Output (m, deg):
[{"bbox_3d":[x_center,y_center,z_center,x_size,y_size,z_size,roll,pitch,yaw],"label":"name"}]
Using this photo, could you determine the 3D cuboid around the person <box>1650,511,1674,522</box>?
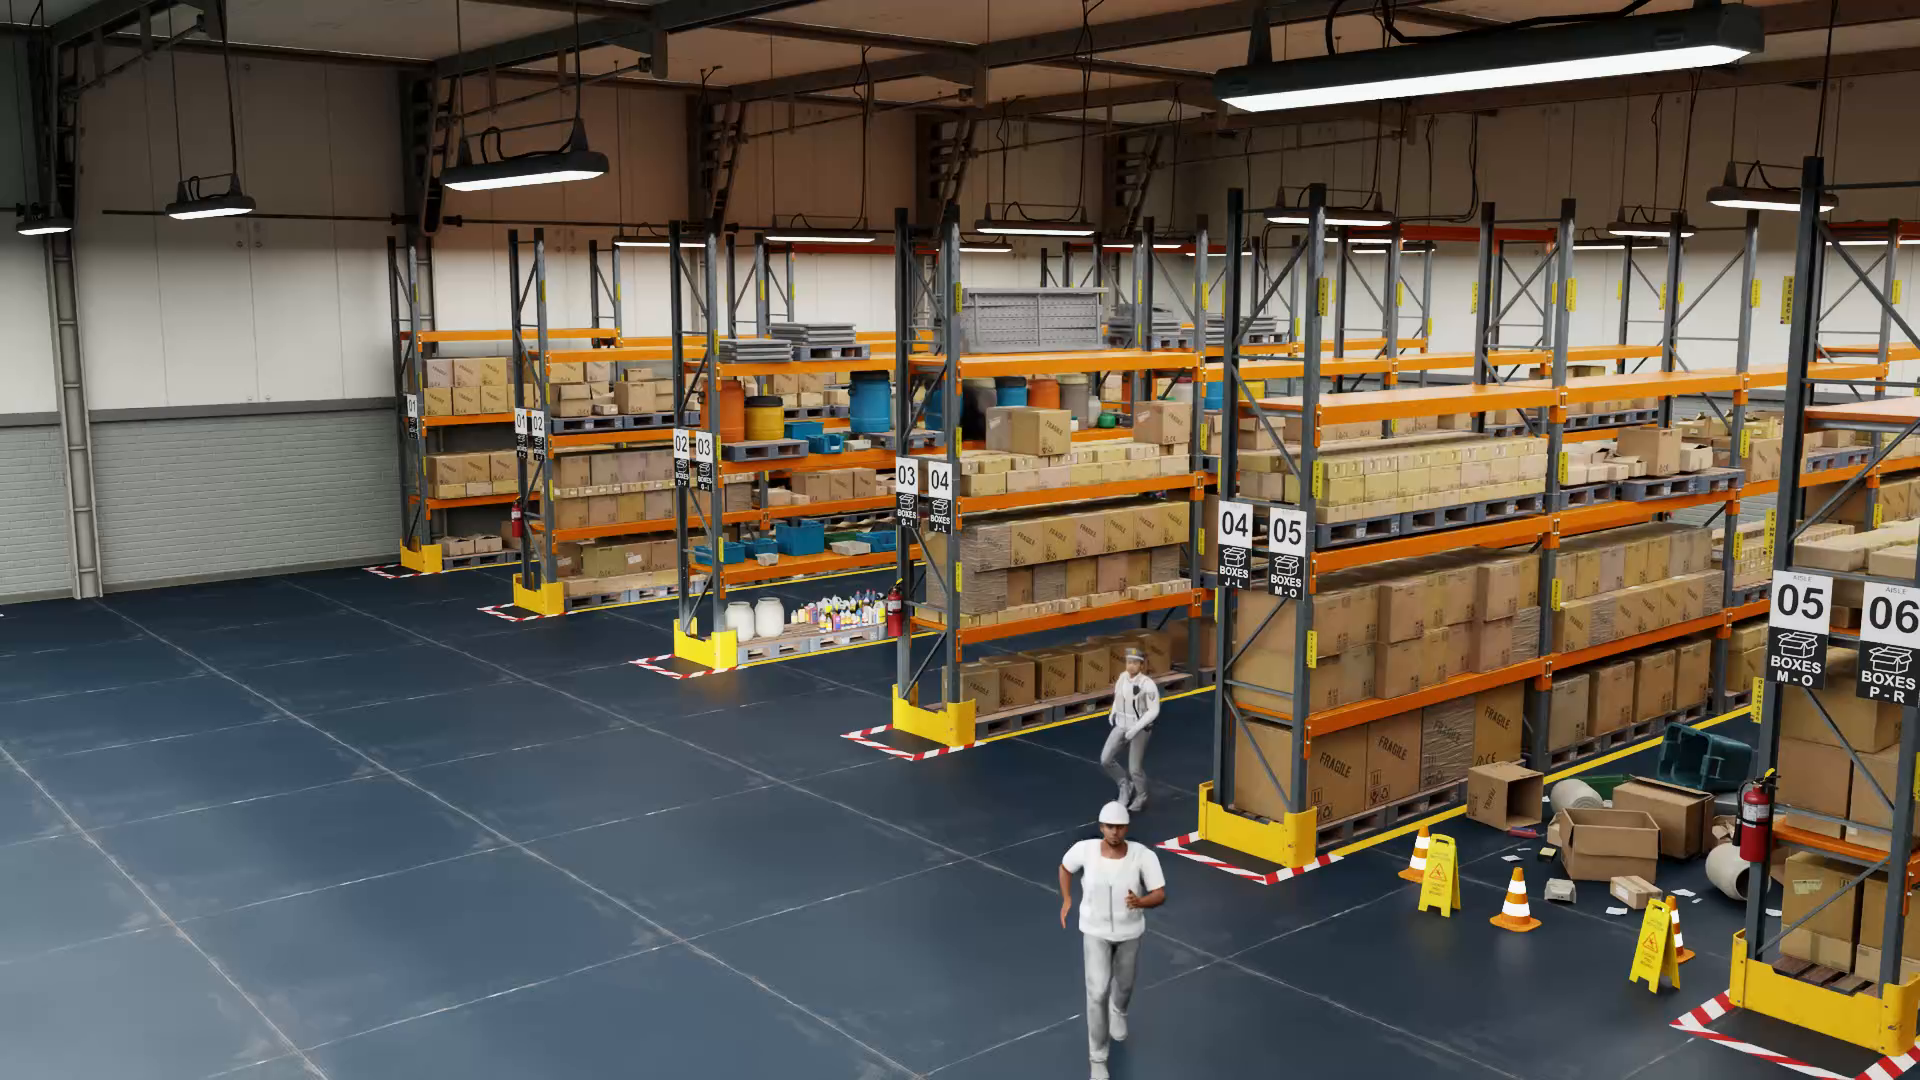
[{"bbox_3d":[12.694,-0.322,30.445,0.692,1.680,0.680,-4,10,-23],"label":"person"}]

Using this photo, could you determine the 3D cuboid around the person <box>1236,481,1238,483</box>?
[{"bbox_3d":[5.605,-0.949,34.332,0.741,1.722,0.798,7,11,39],"label":"person"}]

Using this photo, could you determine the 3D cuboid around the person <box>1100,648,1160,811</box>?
[{"bbox_3d":[1.657,1.856,16.292,0.557,1.659,0.637,-9,12,-44],"label":"person"}]

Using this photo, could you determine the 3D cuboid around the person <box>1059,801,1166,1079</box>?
[{"bbox_3d":[1.005,2.601,10.990,0.687,1.791,0.918,0,9,1],"label":"person"}]
